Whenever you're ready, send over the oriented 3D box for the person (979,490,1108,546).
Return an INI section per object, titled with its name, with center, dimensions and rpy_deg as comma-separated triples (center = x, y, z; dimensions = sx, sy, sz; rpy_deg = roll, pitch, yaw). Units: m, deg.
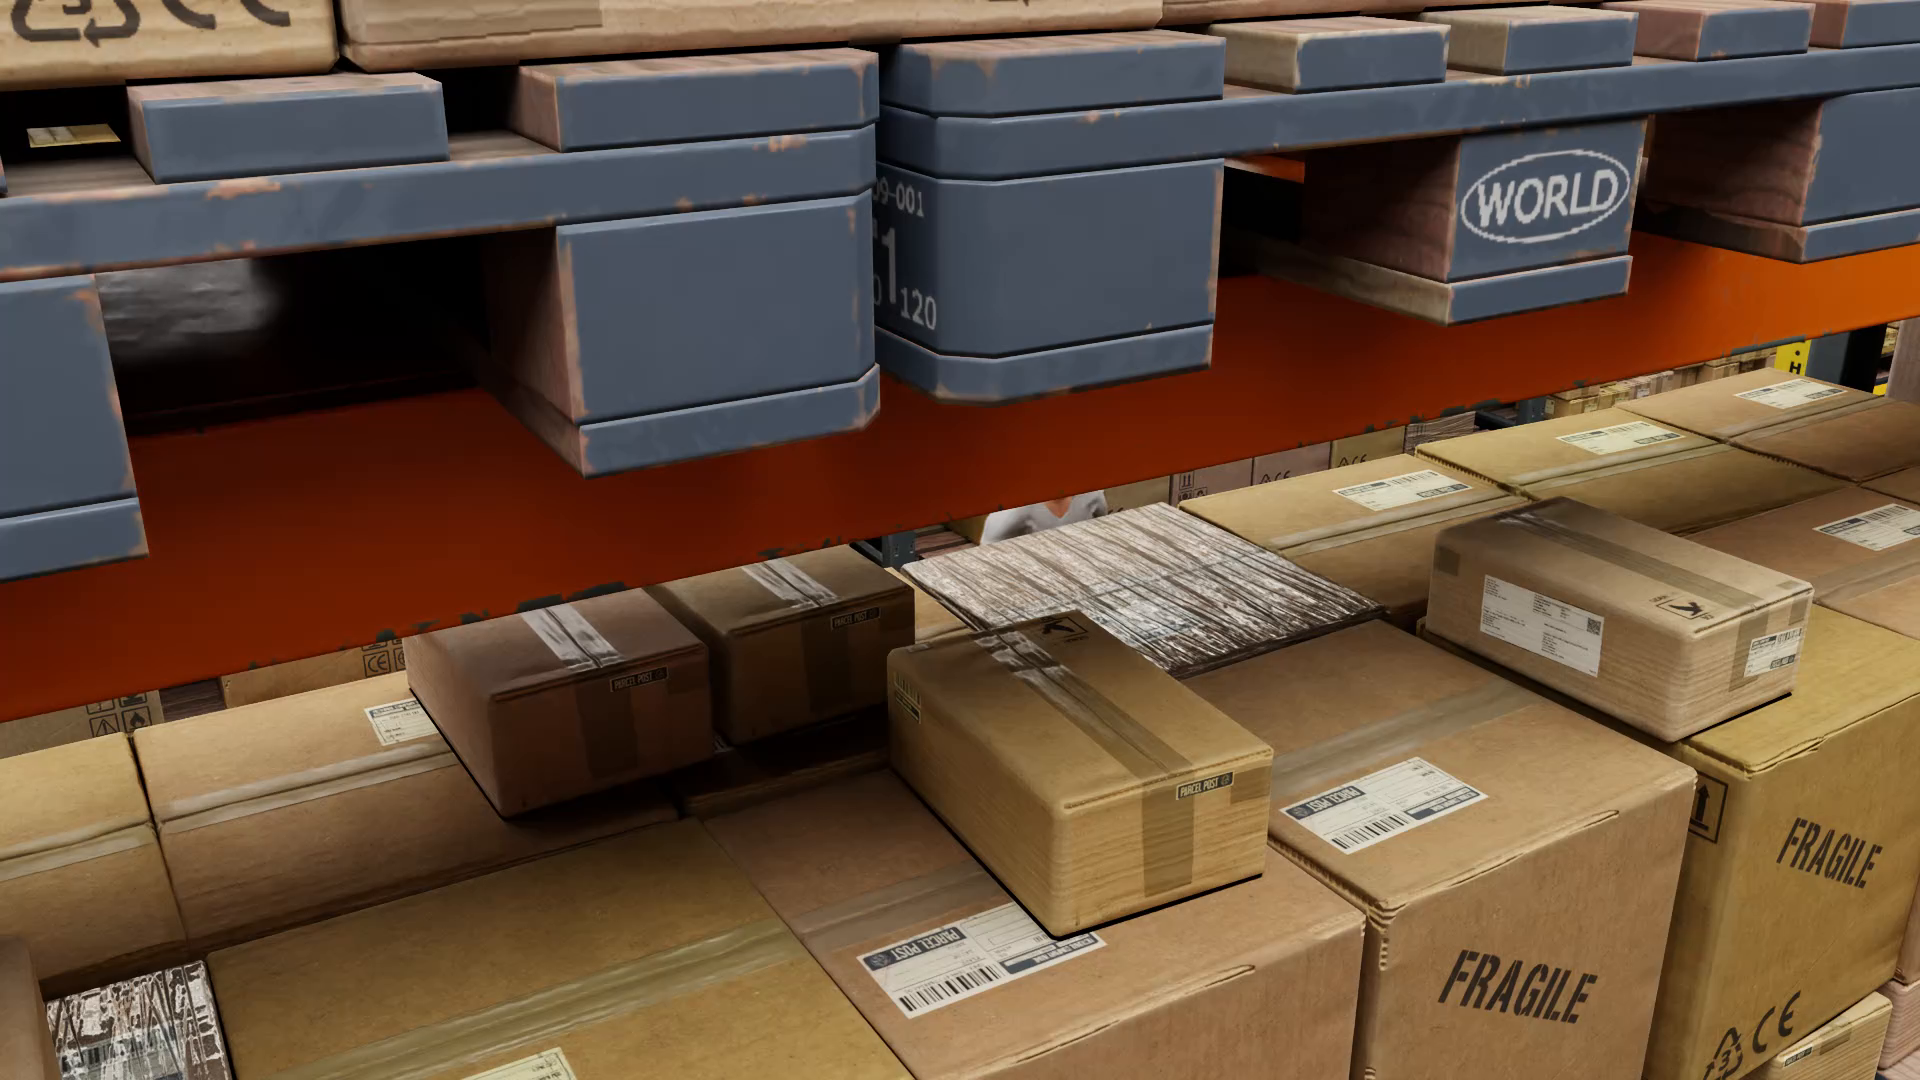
[person]
center = 0.275, 0.355, 5.202
dimensions = 0.489, 1.673, 0.404
rpy_deg = -12, 25, -28
